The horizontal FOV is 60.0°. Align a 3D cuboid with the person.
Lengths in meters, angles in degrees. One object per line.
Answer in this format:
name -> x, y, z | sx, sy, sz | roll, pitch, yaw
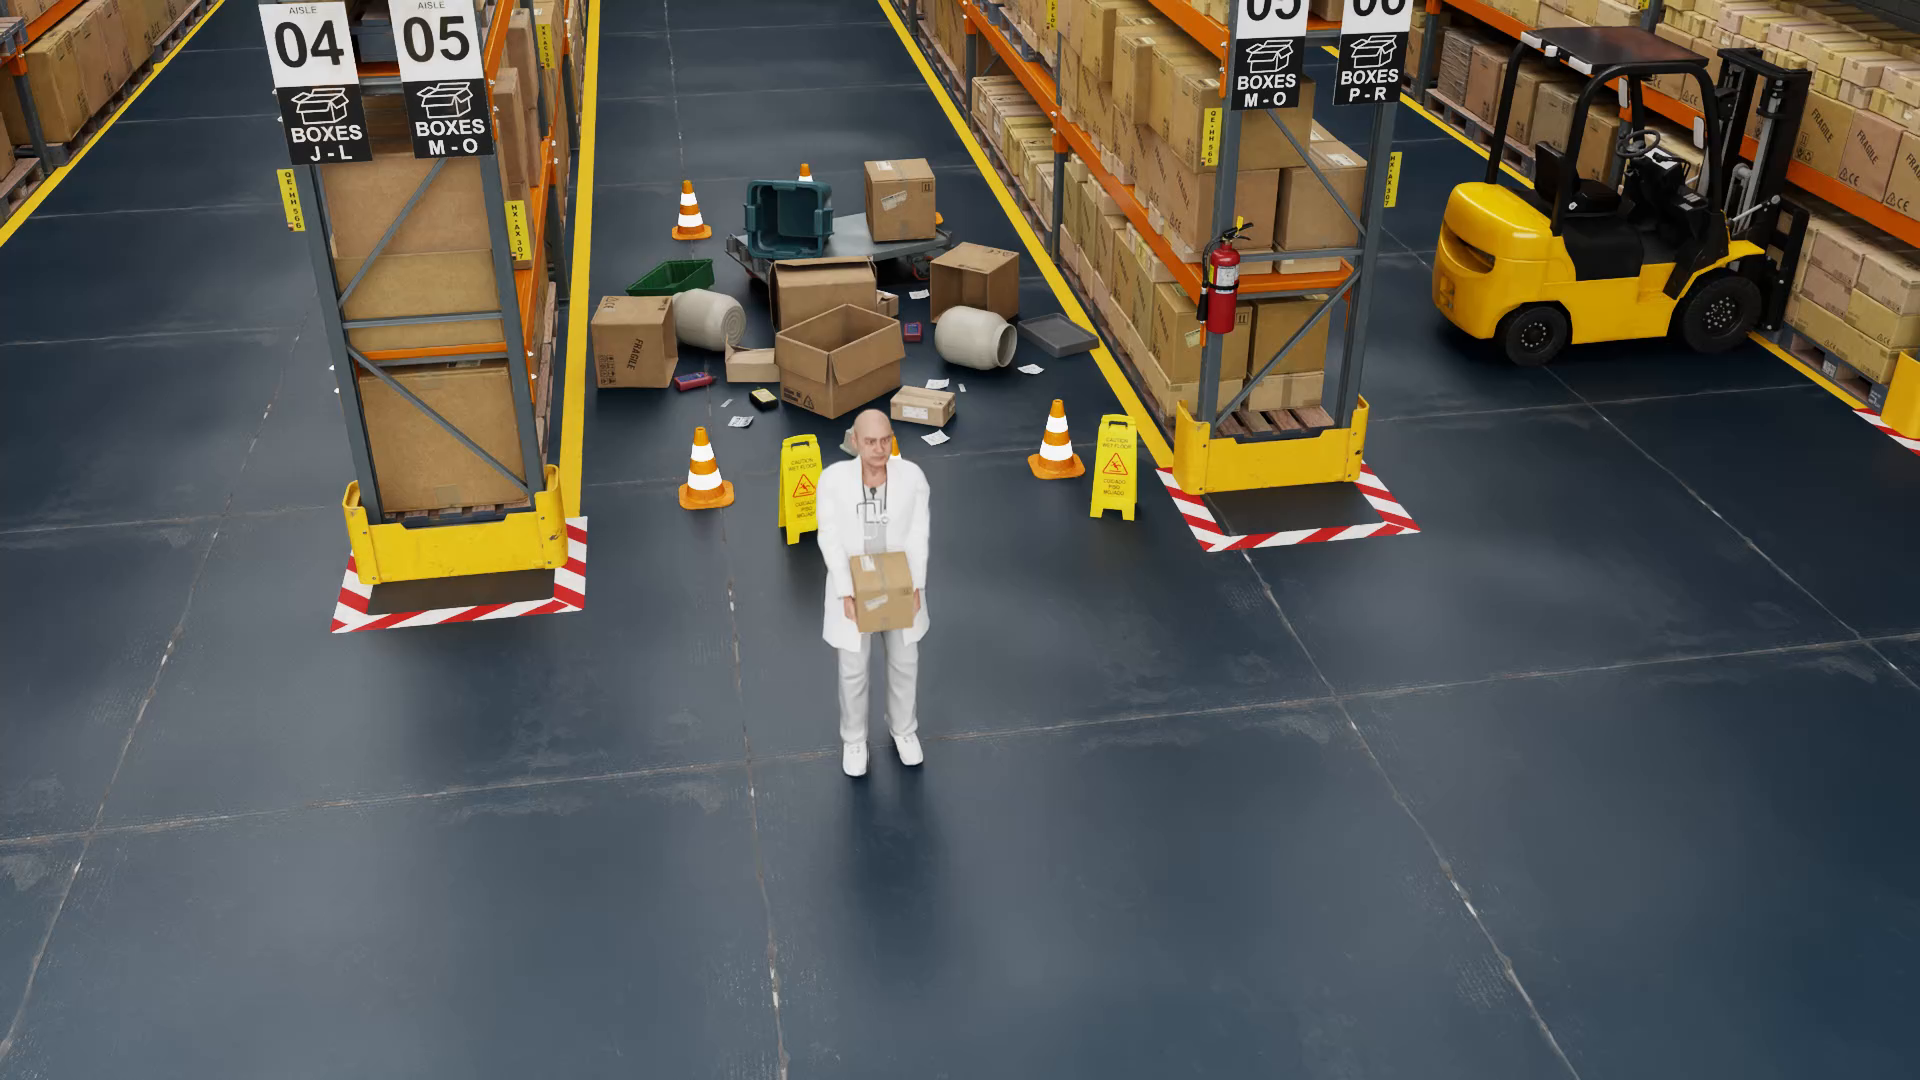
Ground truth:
person -> -0.374, 0.284, 7.669 | 0.529, 1.775, 0.554 | -5, 31, -9
